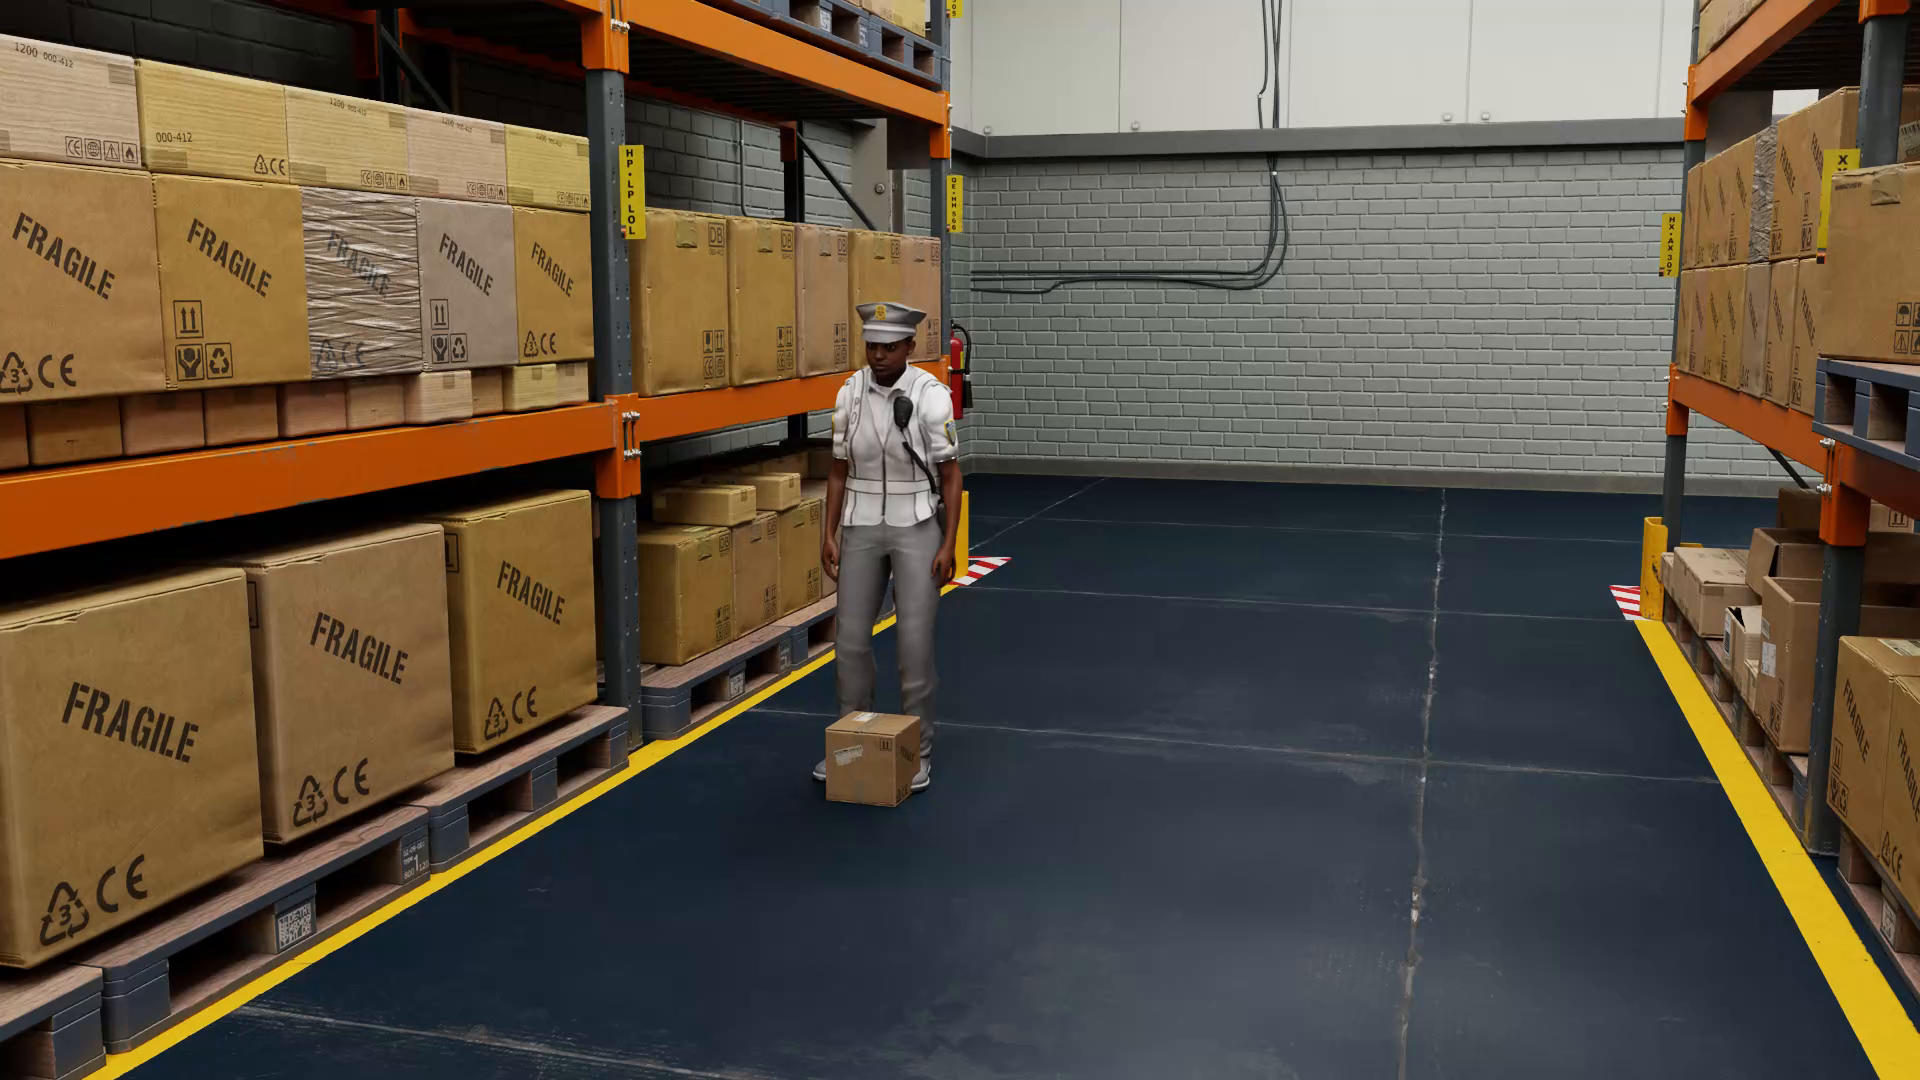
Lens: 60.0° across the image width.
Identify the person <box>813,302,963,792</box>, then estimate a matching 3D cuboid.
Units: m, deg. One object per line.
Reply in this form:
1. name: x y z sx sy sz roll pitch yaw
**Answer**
1. person: -0.246 0.012 5.756 0.505 1.659 0.416 3 9 17
